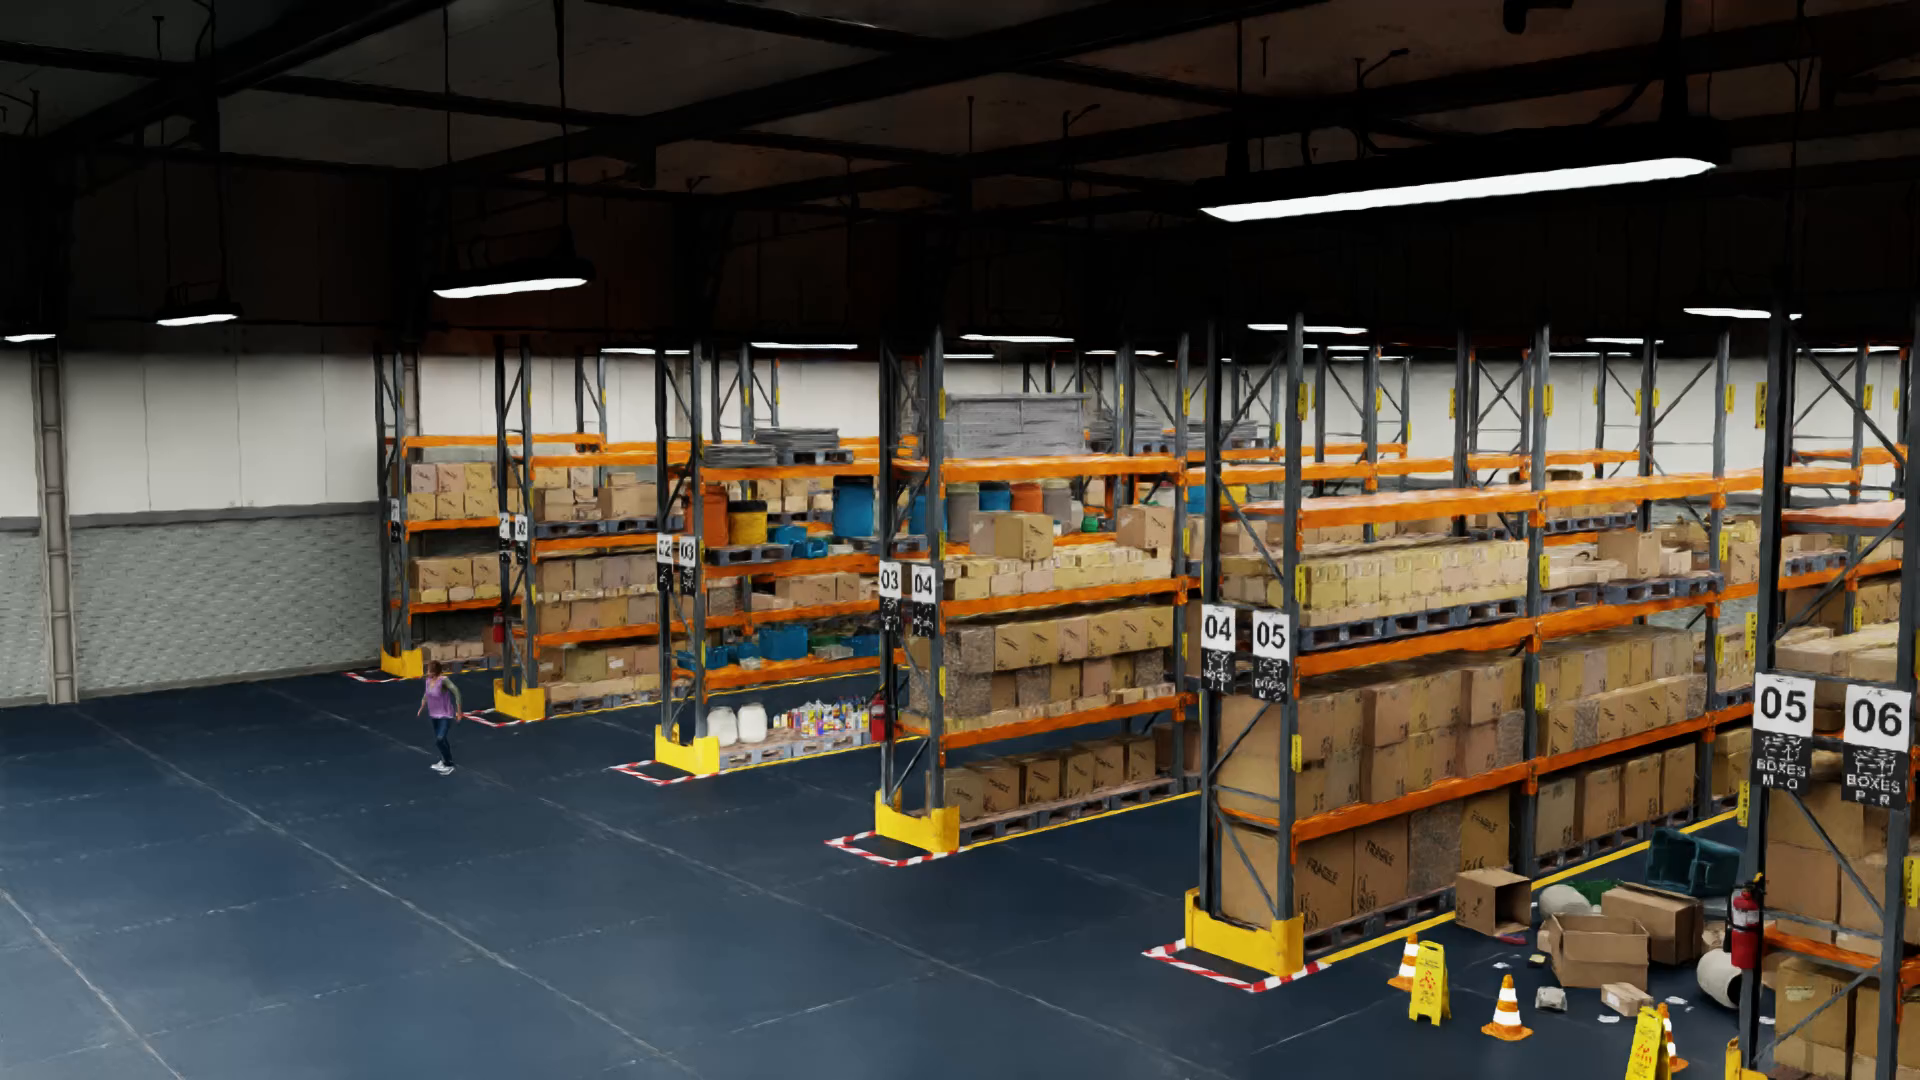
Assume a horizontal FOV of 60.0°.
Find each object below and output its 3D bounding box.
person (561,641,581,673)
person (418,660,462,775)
[{"bbox_3d":[-6.752,1.759,28.711,0.822,1.596,0.601,-4,6,-36],"label":"person"},{"bbox_3d":[-6.990,2.363,22.340,0.597,1.548,0.618,4,7,37],"label":"person"}]
